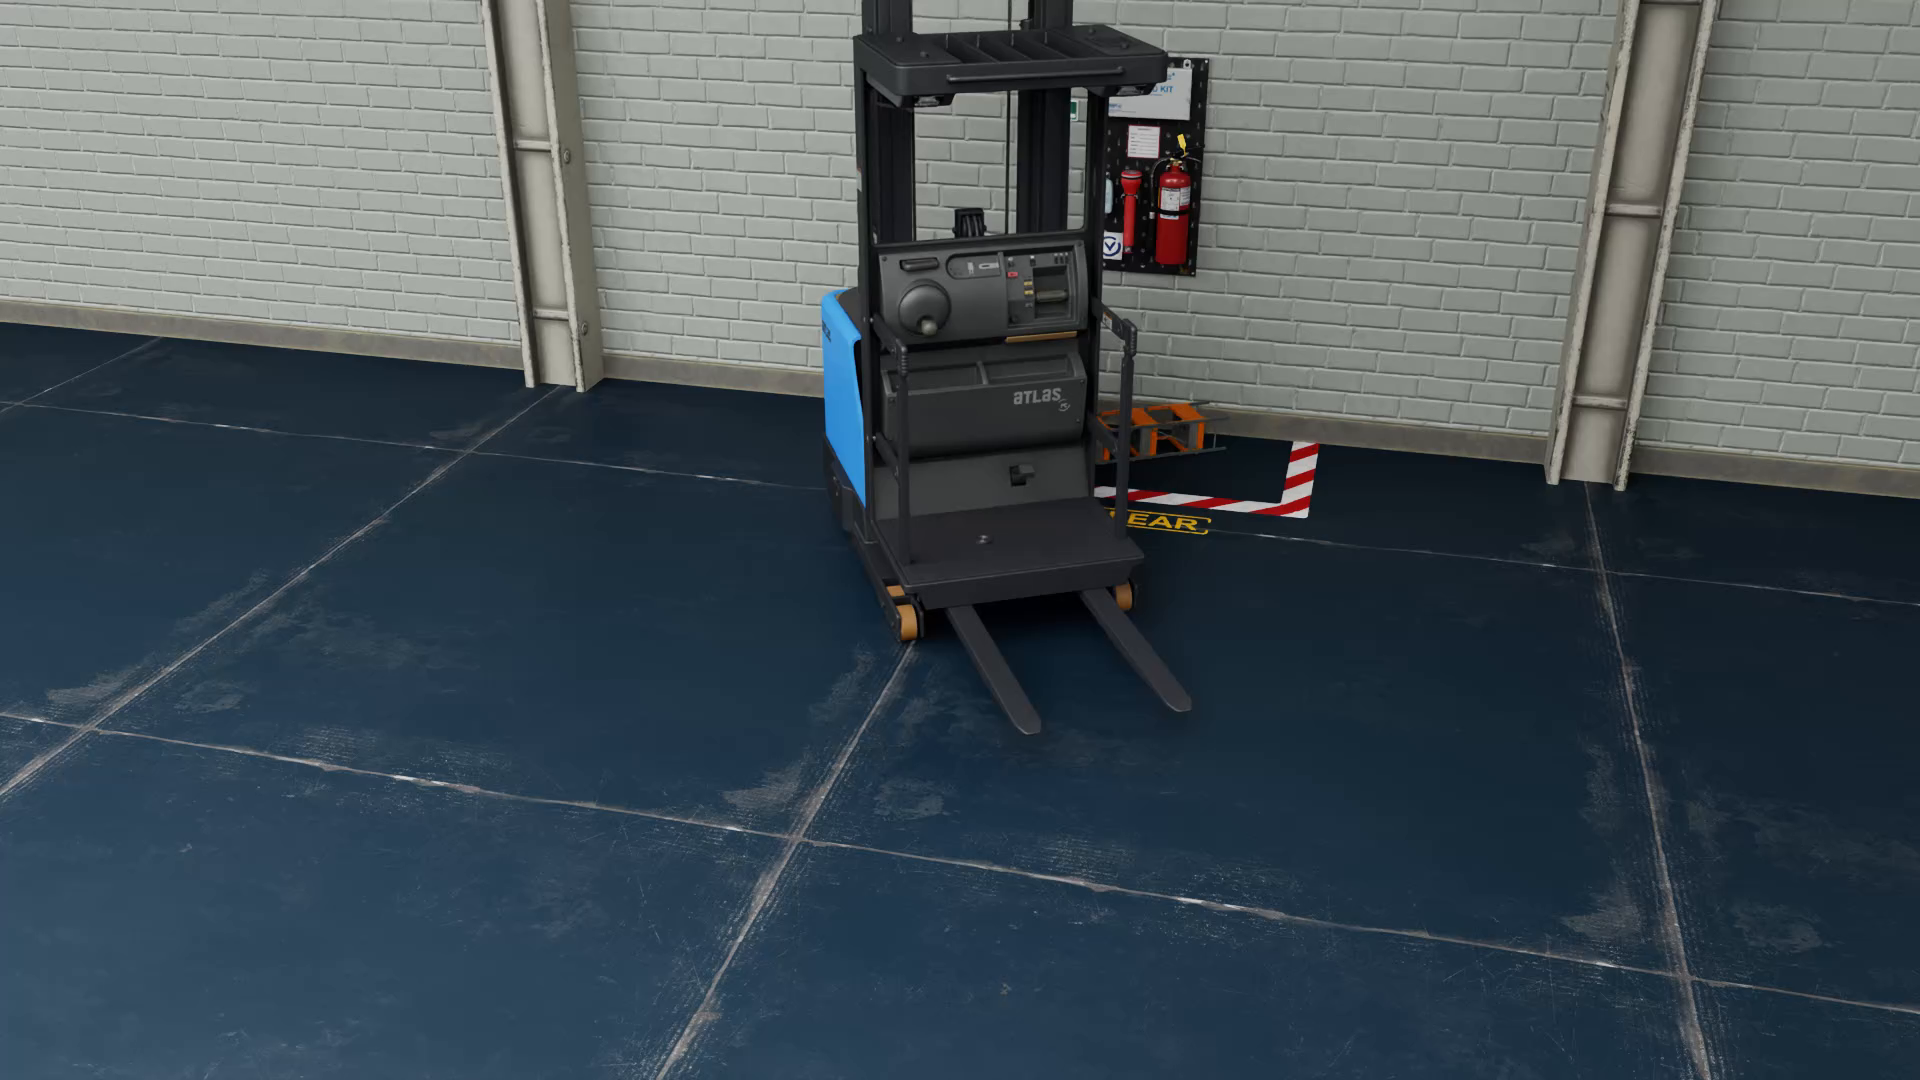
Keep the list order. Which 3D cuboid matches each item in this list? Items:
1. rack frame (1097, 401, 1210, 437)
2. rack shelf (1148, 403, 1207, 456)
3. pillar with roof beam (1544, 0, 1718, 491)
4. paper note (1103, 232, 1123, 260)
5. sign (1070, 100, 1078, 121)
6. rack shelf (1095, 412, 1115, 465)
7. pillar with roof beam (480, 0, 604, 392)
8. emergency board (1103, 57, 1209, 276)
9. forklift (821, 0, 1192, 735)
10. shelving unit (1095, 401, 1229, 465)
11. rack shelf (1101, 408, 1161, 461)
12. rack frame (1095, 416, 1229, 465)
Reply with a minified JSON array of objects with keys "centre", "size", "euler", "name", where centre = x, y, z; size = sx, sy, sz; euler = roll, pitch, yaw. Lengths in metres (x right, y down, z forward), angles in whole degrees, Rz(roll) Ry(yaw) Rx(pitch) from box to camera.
[{"centre":[0.912,-0.635,9.308],"size":[1.050,0.200,0.008],"euler":[-7,27,-17],"name":"rack frame"},{"centre":[1.209,-0.616,9.284],"size":[0.259,0.215,0.240],"euler":[-7,27,-17],"name":"rack shelf"},{"centre":[2.295,-2.615,3.274],"size":[0.400,9.000,9.100],"euler":[6,26,13],"name":"pillar with roof beam"},{"centre":[0.829,-1.629,9.207],"size":[0.142,0.148,0.016],"euler":[6,26,13],"name":"paper note"},{"centre":[0.475,-2.332,9.001],"size":[0.331,0.109,0.001],"euler":[6,26,13],"name":"sign"},{"centre":[0.676,-0.549,9.121],"size":[0.259,0.215,0.240],"euler":[-7,27,-17],"name":"rack shelf"},{"centre":[-3.516,-3.257,4.623],"size":[0.400,9.000,9.100],"euler":[6,26,13],"name":"pillar with roof beam"},{"centre":[0.983,-1.979,8.917],"size":[0.643,1.169,0.194],"euler":[6,26,13],"name":"emergency board"},{"centre":[0.167,-1.062,7.071],"size":[1.130,2.935,3.031],"euler":[-7,26,-14],"name":"forklift"},{"centre":[0.950,-0.584,9.205],"size":[1.050,0.215,0.252],"euler":[-7,27,-17],"name":"shelving unit"},{"centre":[0.940,-0.582,9.201],"size":[0.259,0.215,0.240],"euler":[-7,27,-17],"name":"rack shelf"},{"centre":[0.988,-0.532,9.101],"size":[1.050,0.200,0.008],"euler":[-7,27,-17],"name":"rack frame"}]
